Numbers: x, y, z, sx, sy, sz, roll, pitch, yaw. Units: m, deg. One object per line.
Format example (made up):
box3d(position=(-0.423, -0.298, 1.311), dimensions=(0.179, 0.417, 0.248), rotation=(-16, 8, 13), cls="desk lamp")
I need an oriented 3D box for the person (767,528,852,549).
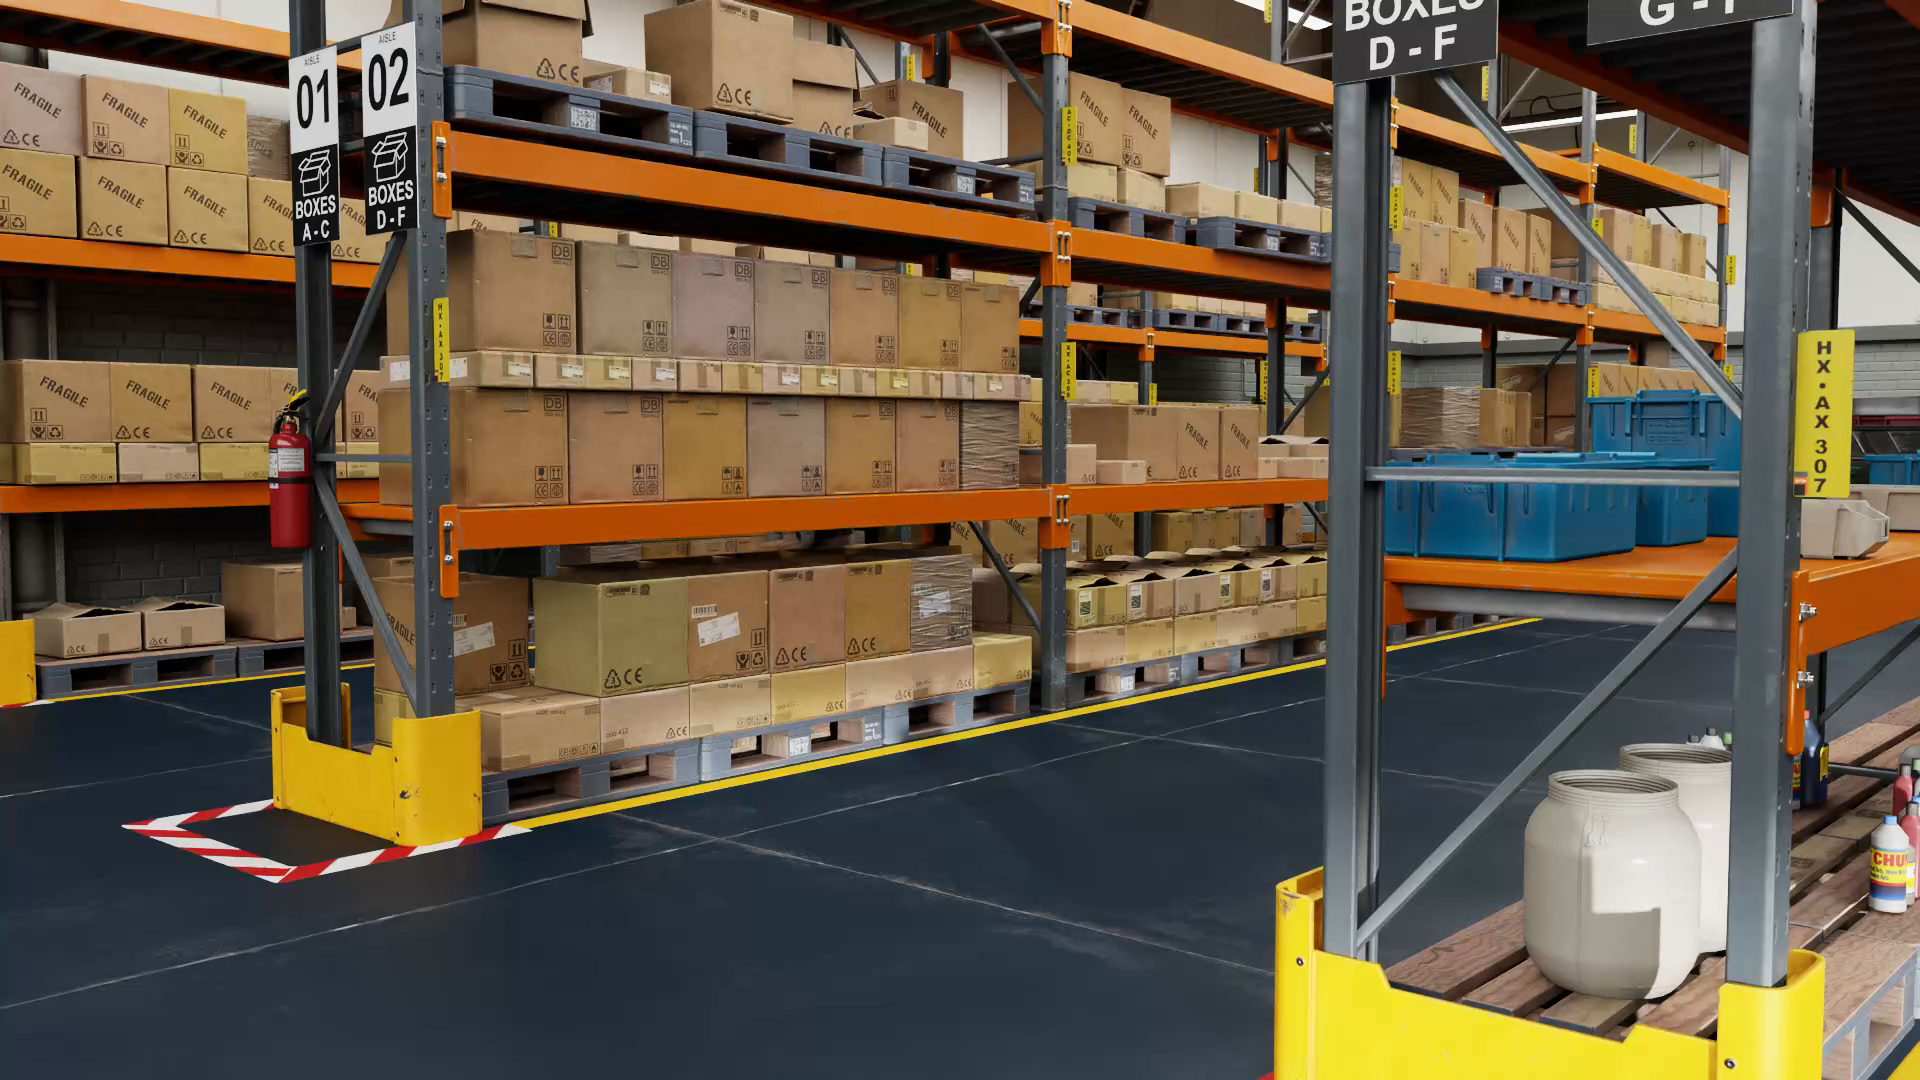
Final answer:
box3d(position=(-1.138, 0.118, 12.047), dimensions=(0.473, 1.476, 0.796), rotation=(3, 5, 40), cls="person")
